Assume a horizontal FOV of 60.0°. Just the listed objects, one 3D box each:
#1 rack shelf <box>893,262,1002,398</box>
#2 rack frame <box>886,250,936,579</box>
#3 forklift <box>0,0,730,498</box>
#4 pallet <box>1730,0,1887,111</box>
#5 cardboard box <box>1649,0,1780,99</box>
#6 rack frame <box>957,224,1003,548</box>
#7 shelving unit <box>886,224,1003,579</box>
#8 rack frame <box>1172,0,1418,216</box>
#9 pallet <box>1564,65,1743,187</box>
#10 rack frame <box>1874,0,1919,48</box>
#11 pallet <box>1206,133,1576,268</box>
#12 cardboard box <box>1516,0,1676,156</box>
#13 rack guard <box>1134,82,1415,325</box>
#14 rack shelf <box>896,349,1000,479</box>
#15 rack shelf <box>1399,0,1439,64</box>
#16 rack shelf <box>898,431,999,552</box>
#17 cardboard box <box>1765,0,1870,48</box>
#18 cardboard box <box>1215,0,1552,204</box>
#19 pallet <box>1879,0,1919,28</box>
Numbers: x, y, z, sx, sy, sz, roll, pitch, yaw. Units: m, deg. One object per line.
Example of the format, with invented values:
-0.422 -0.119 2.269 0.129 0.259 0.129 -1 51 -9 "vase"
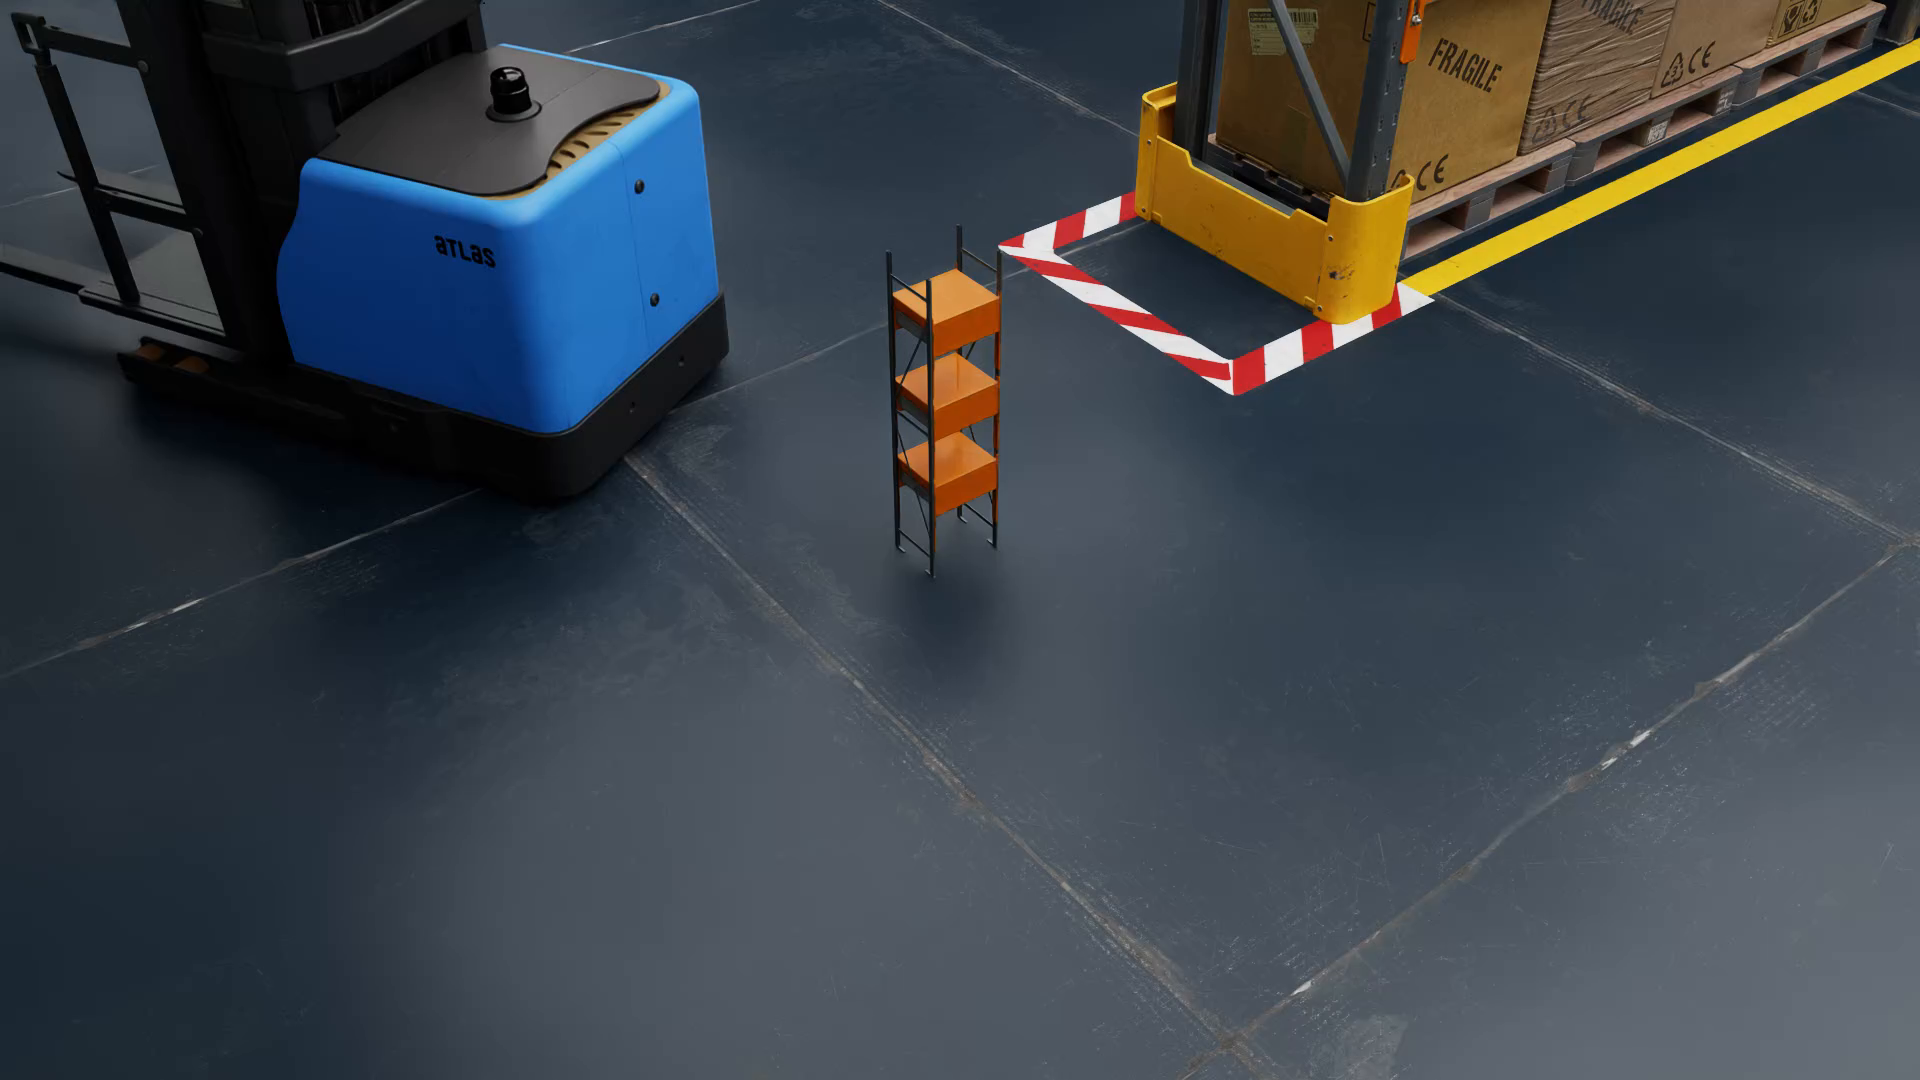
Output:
-0.042 -0.596 4.719 0.240 0.259 0.215 -26 46 -28 "rack shelf"
-0.139 -0.338 4.834 0.008 1.050 0.200 -26 46 -28 "rack frame"
-2.388 -1.894 5.247 3.031 2.935 1.130 16 42 19 "forklift"
3.731 -2.532 8.170 1.213 0.211 1.003 -26 46 -28 "pallet"
3.096 -2.643 7.451 0.875 0.875 0.875 -26 46 -28 "cardboard box"
0.054 -0.432 4.949 0.008 1.050 0.200 -26 46 -28 "rack frame"
-0.042 -0.385 4.892 0.252 1.050 0.215 -26 46 -28 "shelving unit"
1.210 -2.319 5.711 0.127 3.000 1.000 -26 46 -28 "rack frame"
2.763 -2.058 7.592 1.213 0.211 1.003 -26 46 -28 "pallet"
4.382 -3.864 7.596 0.127 3.000 1.000 -26 46 -28 "rack frame"
1.796 -1.589 7.020 1.213 0.211 1.003 -26 46 -28 "pallet"
2.390 -2.299 7.031 0.875 0.875 0.875 -26 46 -28 "cardboard box"
1.191 -1.343 6.493 0.348 0.500 1.175 -26 46 -28 "rack guard"
-0.042 -0.377 4.899 0.240 0.259 0.215 -26 46 -28 "rack shelf"
2.796 -2.813 6.882 4.000 0.370 1.077 -26 46 -28 "rack shelf"
-0.042 -0.162 5.075 0.240 0.259 0.215 -26 46 -28 "rack shelf"
3.810 -2.991 7.875 0.875 0.875 0.875 -26 46 -28 "cardboard box"
1.669 -1.947 6.603 0.875 0.875 0.875 -26 46 -28 "cardboard box"
4.948 -3.122 8.890 1.213 0.211 1.003 -26 46 -28 "pallet"
